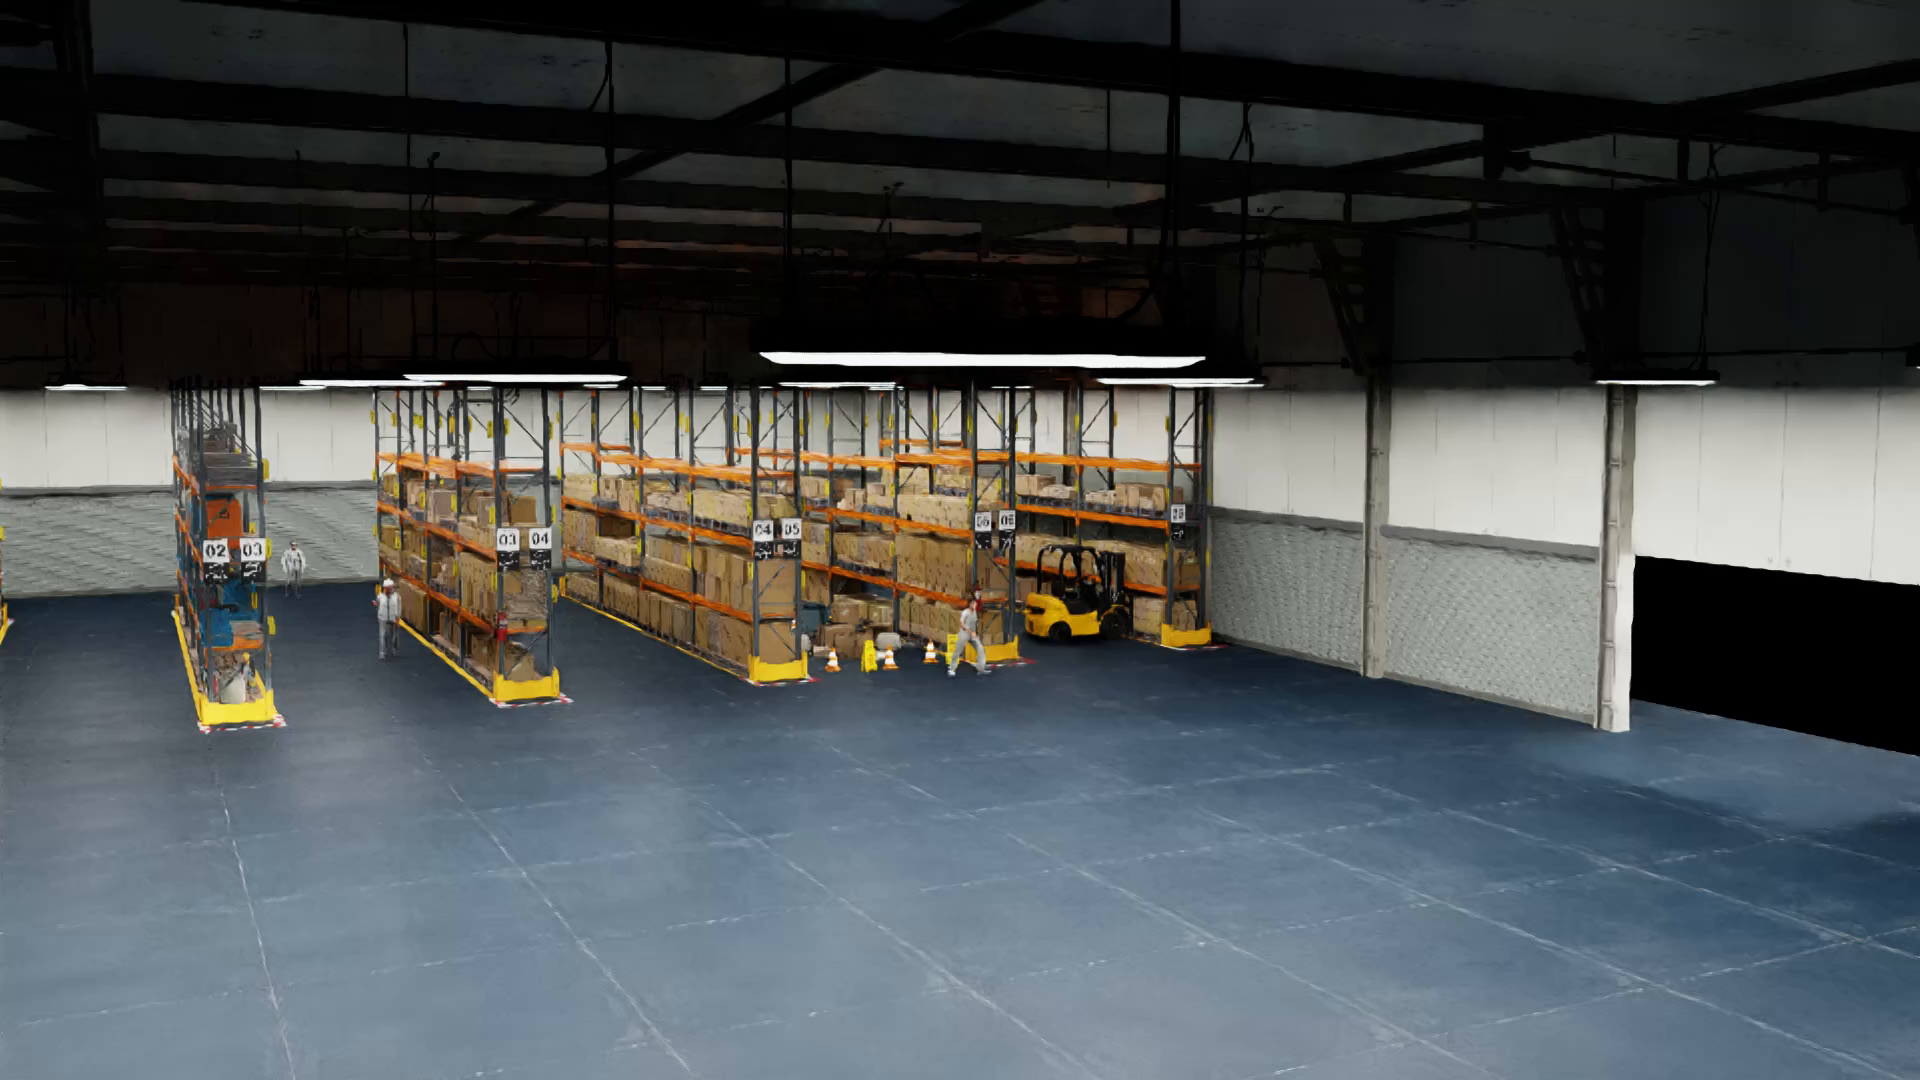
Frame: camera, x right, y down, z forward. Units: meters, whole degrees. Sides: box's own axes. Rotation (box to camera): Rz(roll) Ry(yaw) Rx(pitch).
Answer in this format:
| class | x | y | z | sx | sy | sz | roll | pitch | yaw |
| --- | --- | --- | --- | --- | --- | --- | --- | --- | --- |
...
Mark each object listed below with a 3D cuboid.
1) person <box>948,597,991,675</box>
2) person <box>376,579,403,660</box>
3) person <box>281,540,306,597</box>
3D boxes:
| class | x | y | z | sx | sy | sz | roll | pitch | yaw |
| --- | --- | --- | --- | --- | --- | --- | --- | --- | --- |
| person | 0.154 | 1.926 | 33.603 | 0.609 | 1.599 | 0.817 | -5 | 7 | -43 |
| person | -12.247 | 1.685 | 35.711 | 0.539 | 1.715 | 1.031 | -2 | 5 | -18 |
| person | -18.558 | 0.799 | 46.318 | 0.639 | 1.632 | 0.512 | -3 | 6 | -29 |
